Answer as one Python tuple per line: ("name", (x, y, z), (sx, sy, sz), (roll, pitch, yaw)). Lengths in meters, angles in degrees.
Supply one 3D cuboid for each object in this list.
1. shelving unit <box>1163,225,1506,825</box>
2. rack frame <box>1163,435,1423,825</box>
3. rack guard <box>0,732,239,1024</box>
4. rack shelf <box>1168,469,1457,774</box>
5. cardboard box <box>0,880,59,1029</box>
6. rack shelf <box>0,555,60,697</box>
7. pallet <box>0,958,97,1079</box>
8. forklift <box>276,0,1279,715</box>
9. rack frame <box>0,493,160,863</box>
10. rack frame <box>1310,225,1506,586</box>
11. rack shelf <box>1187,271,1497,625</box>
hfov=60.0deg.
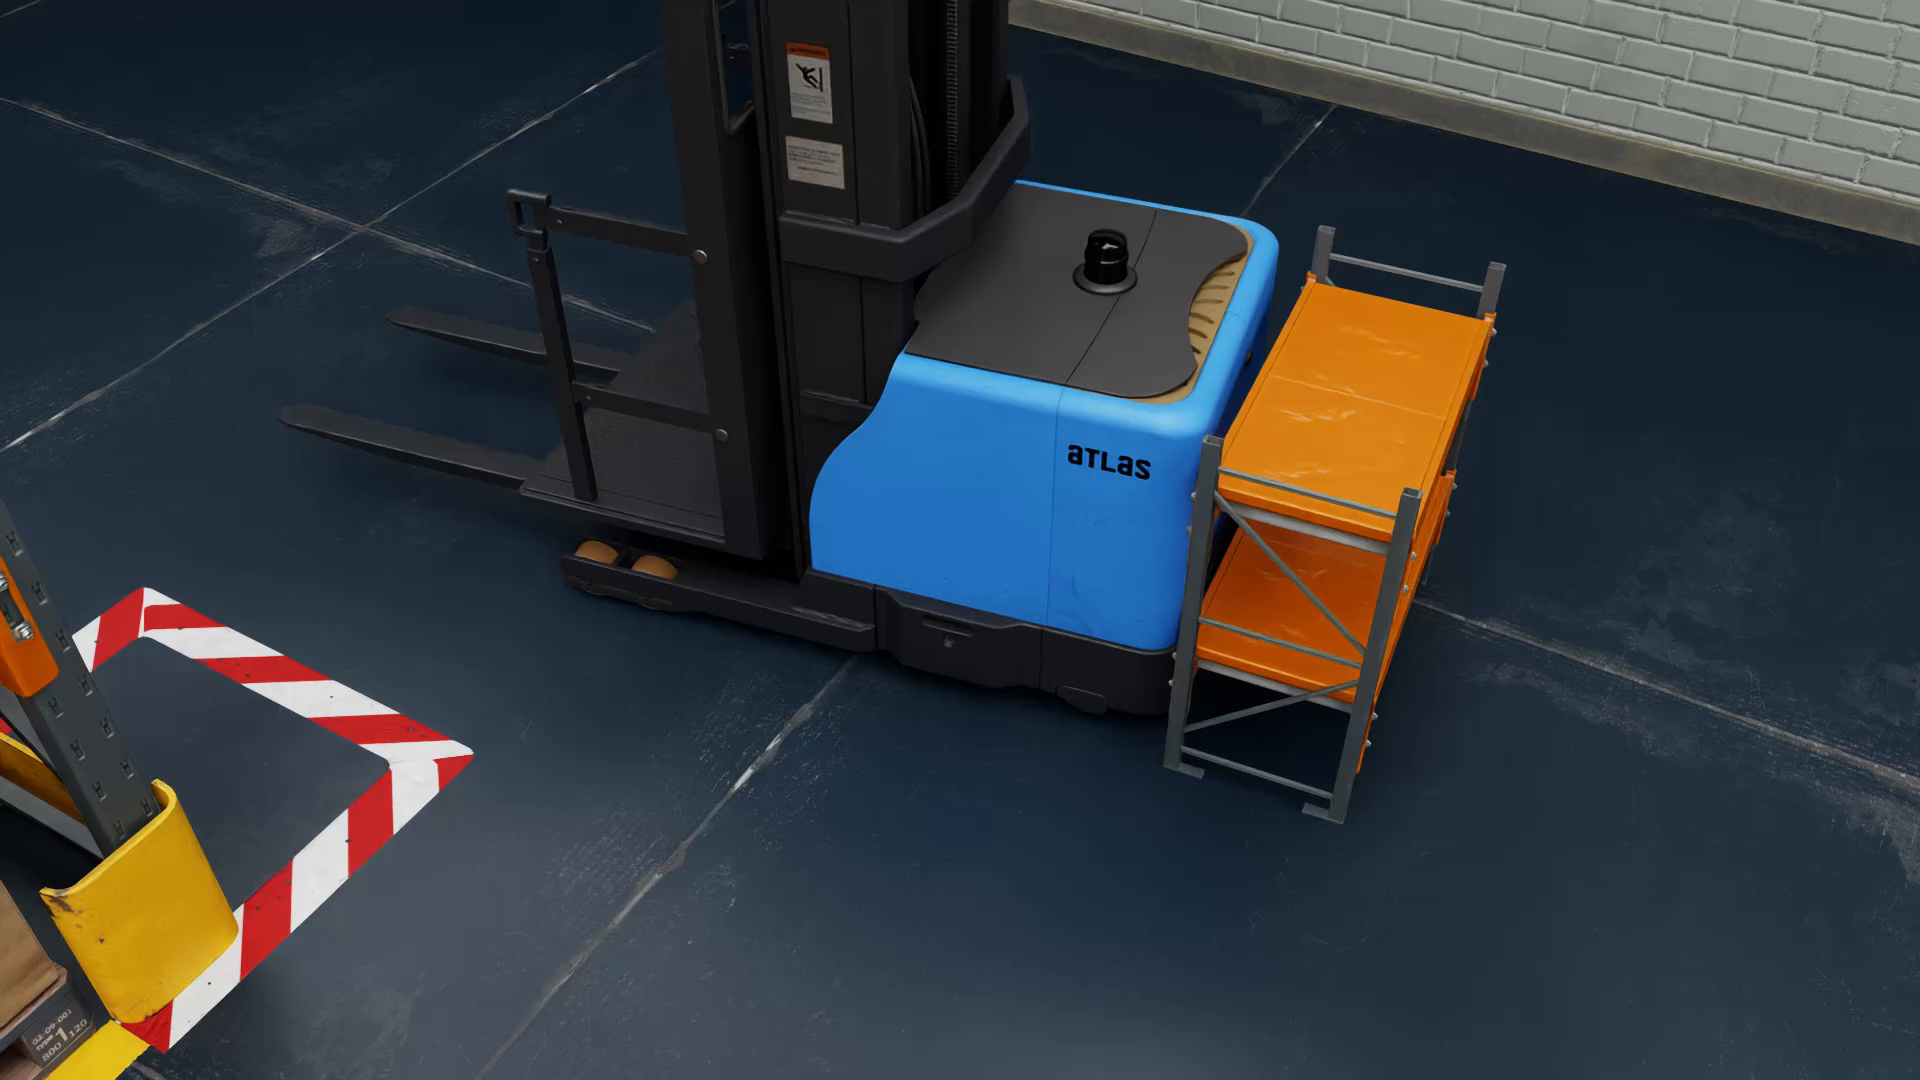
("shelving unit", (0.995, -0.052, 4.457), (0.538, 1.125, 1.048), (16, 44, 18))
("rack frame", (0.789, 0.255, 4.109), (0.500, 1.125, 0.032), (16, 44, 18))
("rack guard", (-2.365, 0.685, 4.094), (1.175, 0.500, 0.348), (21, 45, 22))
("rack shelf", (0.995, 0.132, 4.619), (0.538, 0.278, 1.000), (16, 44, 18))
("cardboard box", (-2.385, 0.869, 3.552), (0.500, 0.500, 0.500), (21, 45, 22))
("rack shelf", (-3.327, 1.118, 2.256), (1.077, 0.370, 4.000), (21, 45, 22))
("pallet", (-2.763, 1.250, 3.671), (1.003, 0.211, 1.213), (21, 45, 22))
("forklift", (-0.672, -1.203, 4.399), (3.031, 2.935, 1.130), (13, 43, 15))
("rack frame", (-2.327, -0.297, 3.317), (1.000, 3.000, 0.127), (21, 45, 22))
("rack frame", (1.202, -0.359, 4.806), (0.500, 1.125, 0.032), (16, 44, 18))
("rack shelf", (0.995, -0.271, 4.264), (0.538, 0.278, 1.000), (16, 44, 18))
